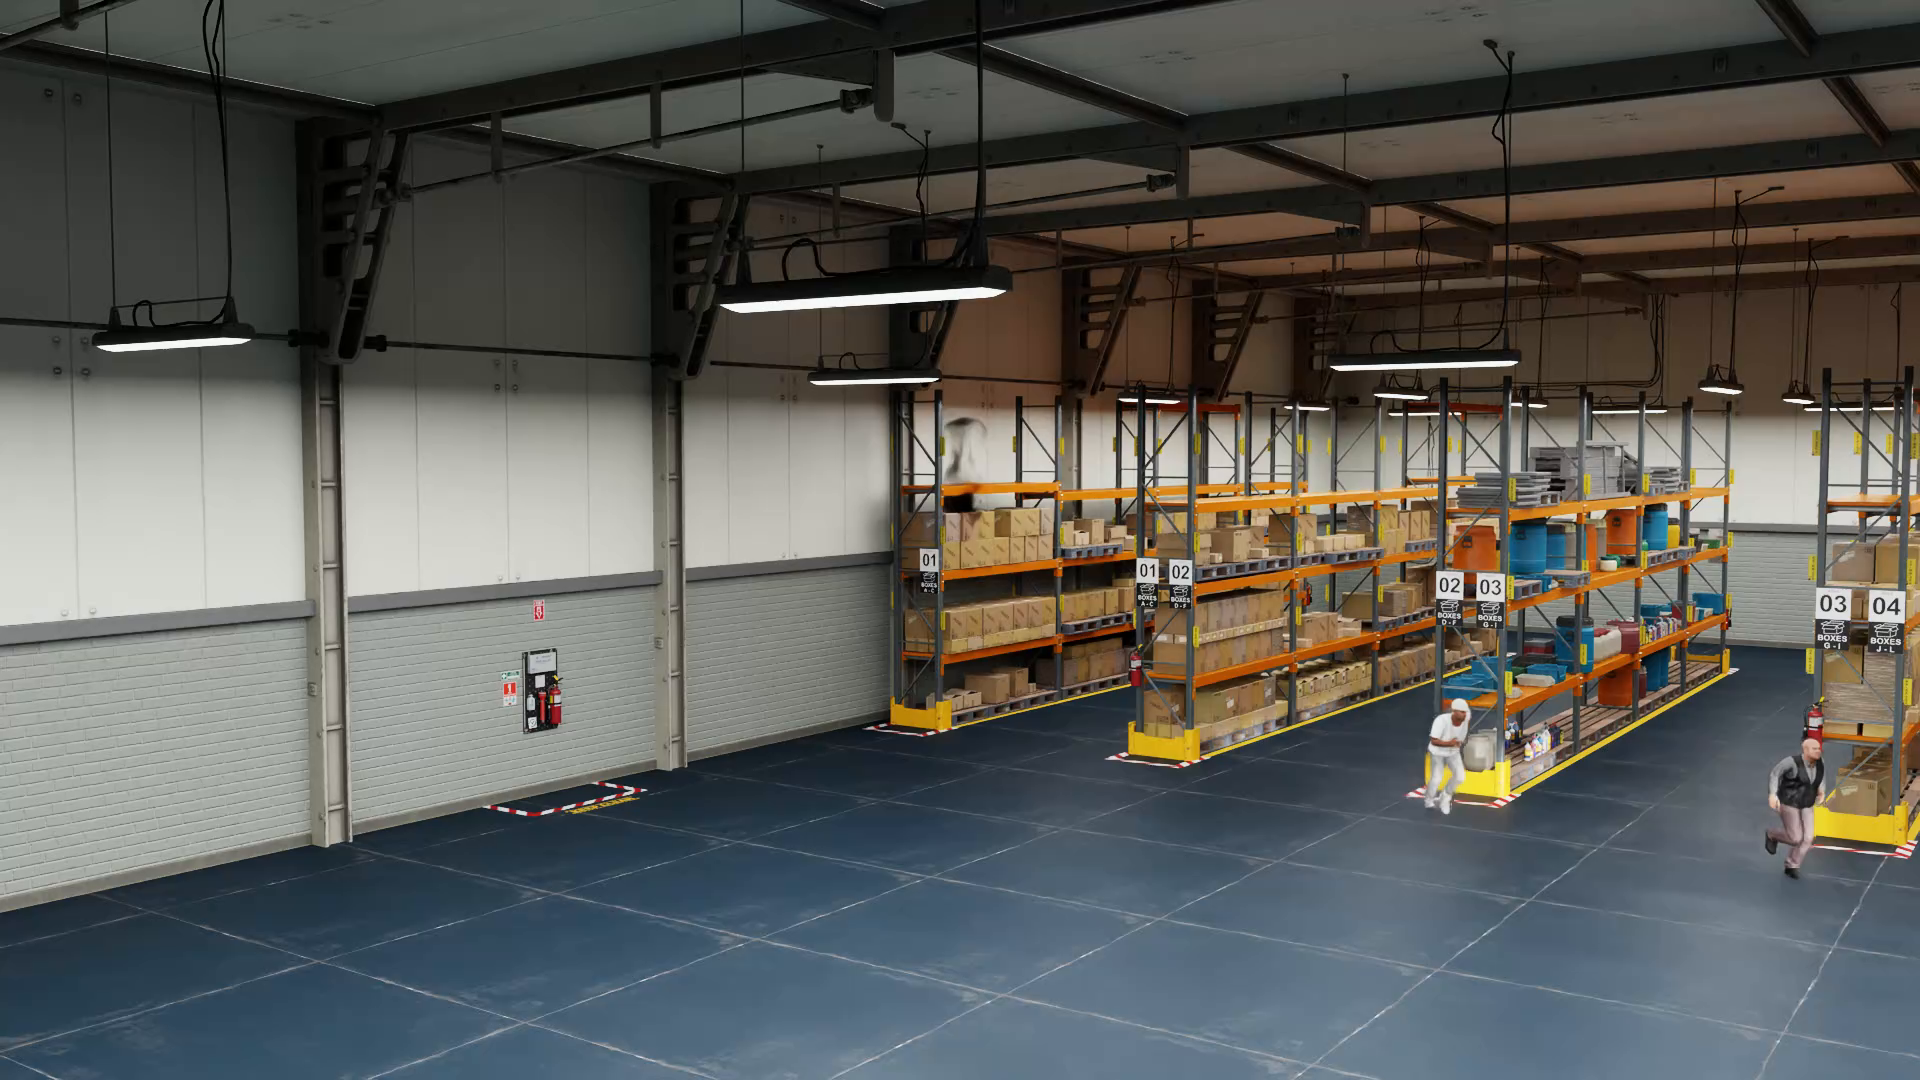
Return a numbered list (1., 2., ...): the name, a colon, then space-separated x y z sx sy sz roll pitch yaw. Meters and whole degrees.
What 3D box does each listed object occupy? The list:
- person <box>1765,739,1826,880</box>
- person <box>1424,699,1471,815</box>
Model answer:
1. person: 9.745 3.104 19.427 0.653 1.660 0.771 -1 3 -15
2. person: 6.638 2.925 22.552 0.734 1.632 0.931 -1 3 -18
